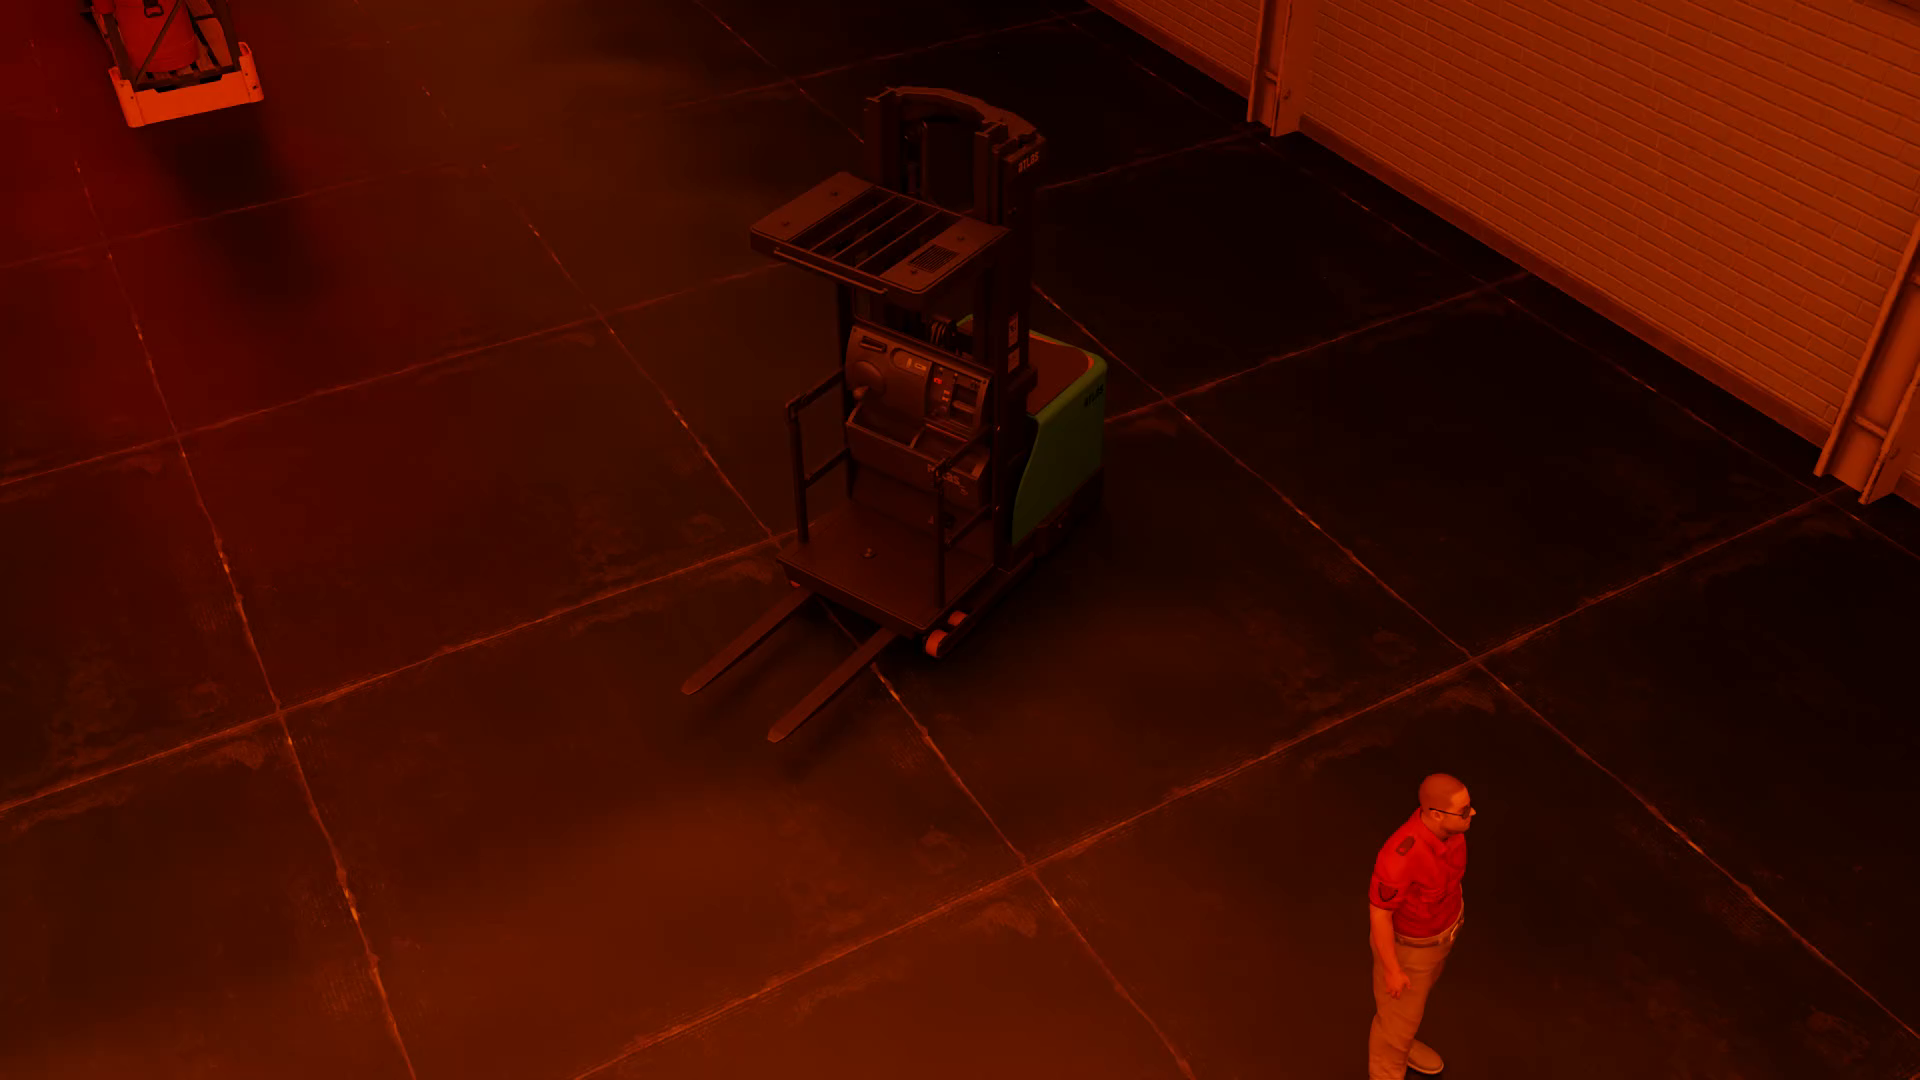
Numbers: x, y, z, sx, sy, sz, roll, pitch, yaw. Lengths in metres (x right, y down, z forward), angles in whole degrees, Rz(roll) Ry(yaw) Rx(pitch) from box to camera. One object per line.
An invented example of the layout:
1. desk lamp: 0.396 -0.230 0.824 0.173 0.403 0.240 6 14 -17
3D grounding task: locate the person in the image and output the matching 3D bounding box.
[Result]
1. person: 1.981 1.687 6.933 0.551 1.727 0.640 28 47 29

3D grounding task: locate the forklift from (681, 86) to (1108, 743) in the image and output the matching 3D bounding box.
1. forklift: -0.363 -0.804 9.005 1.130 2.935 3.031 24 46 27
